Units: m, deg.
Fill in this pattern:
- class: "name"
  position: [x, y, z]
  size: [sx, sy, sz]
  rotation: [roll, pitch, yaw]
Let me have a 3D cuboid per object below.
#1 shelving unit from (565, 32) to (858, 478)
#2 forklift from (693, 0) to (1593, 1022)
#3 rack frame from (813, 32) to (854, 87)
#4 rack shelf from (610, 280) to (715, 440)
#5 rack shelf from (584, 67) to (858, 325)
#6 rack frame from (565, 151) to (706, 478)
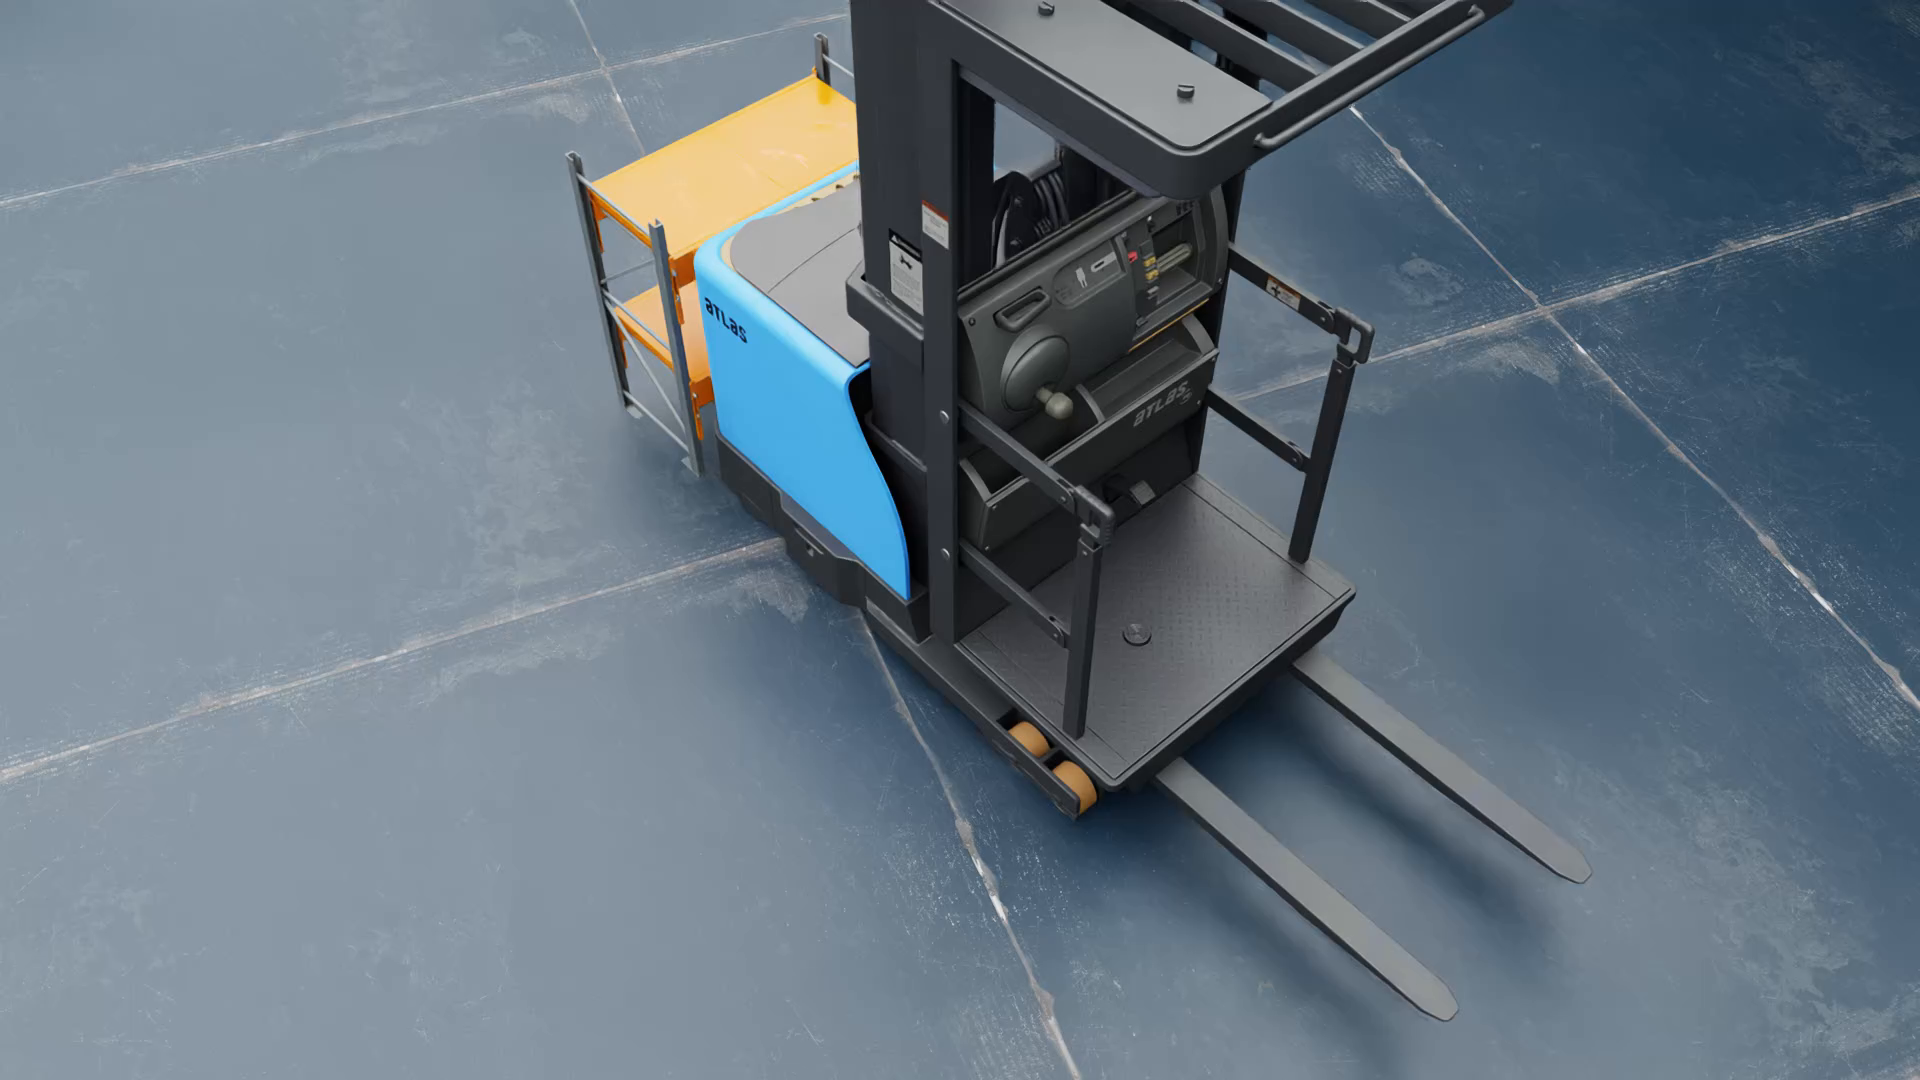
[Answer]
- class: "shelving unit"
  position: [-0.710, -0.995, 5.863]
  size: [1.048, 1.125, 0.538]
  rotation: [-34, 57, -26]
- class: "forklift"
  position: [0.517, -0.566, 4.304]
  size: [1.130, 2.935, 3.031]
  rotation: [-34, 57, -26]
- class: "rack frame"
  position: [-0.332, -1.253, 6.084]
  size: [0.032, 1.125, 0.500]
  rotation: [-34, 57, -26]
- class: "rack shelf"
  position: [-0.710, -0.836, 6.048]
  size: [1.000, 0.278, 0.538]
  rotation: [-34, 57, -26]
- class: "rack shelf"
  position: [-0.710, -1.186, 5.641]
  size: [1.000, 0.278, 0.538]
  rotation: [-34, 57, -26]
- class: "rack frame"
  position: [-1.088, -0.737, 5.641]
  size: [0.032, 1.125, 0.500]
  rotation: [-34, 57, -26]
